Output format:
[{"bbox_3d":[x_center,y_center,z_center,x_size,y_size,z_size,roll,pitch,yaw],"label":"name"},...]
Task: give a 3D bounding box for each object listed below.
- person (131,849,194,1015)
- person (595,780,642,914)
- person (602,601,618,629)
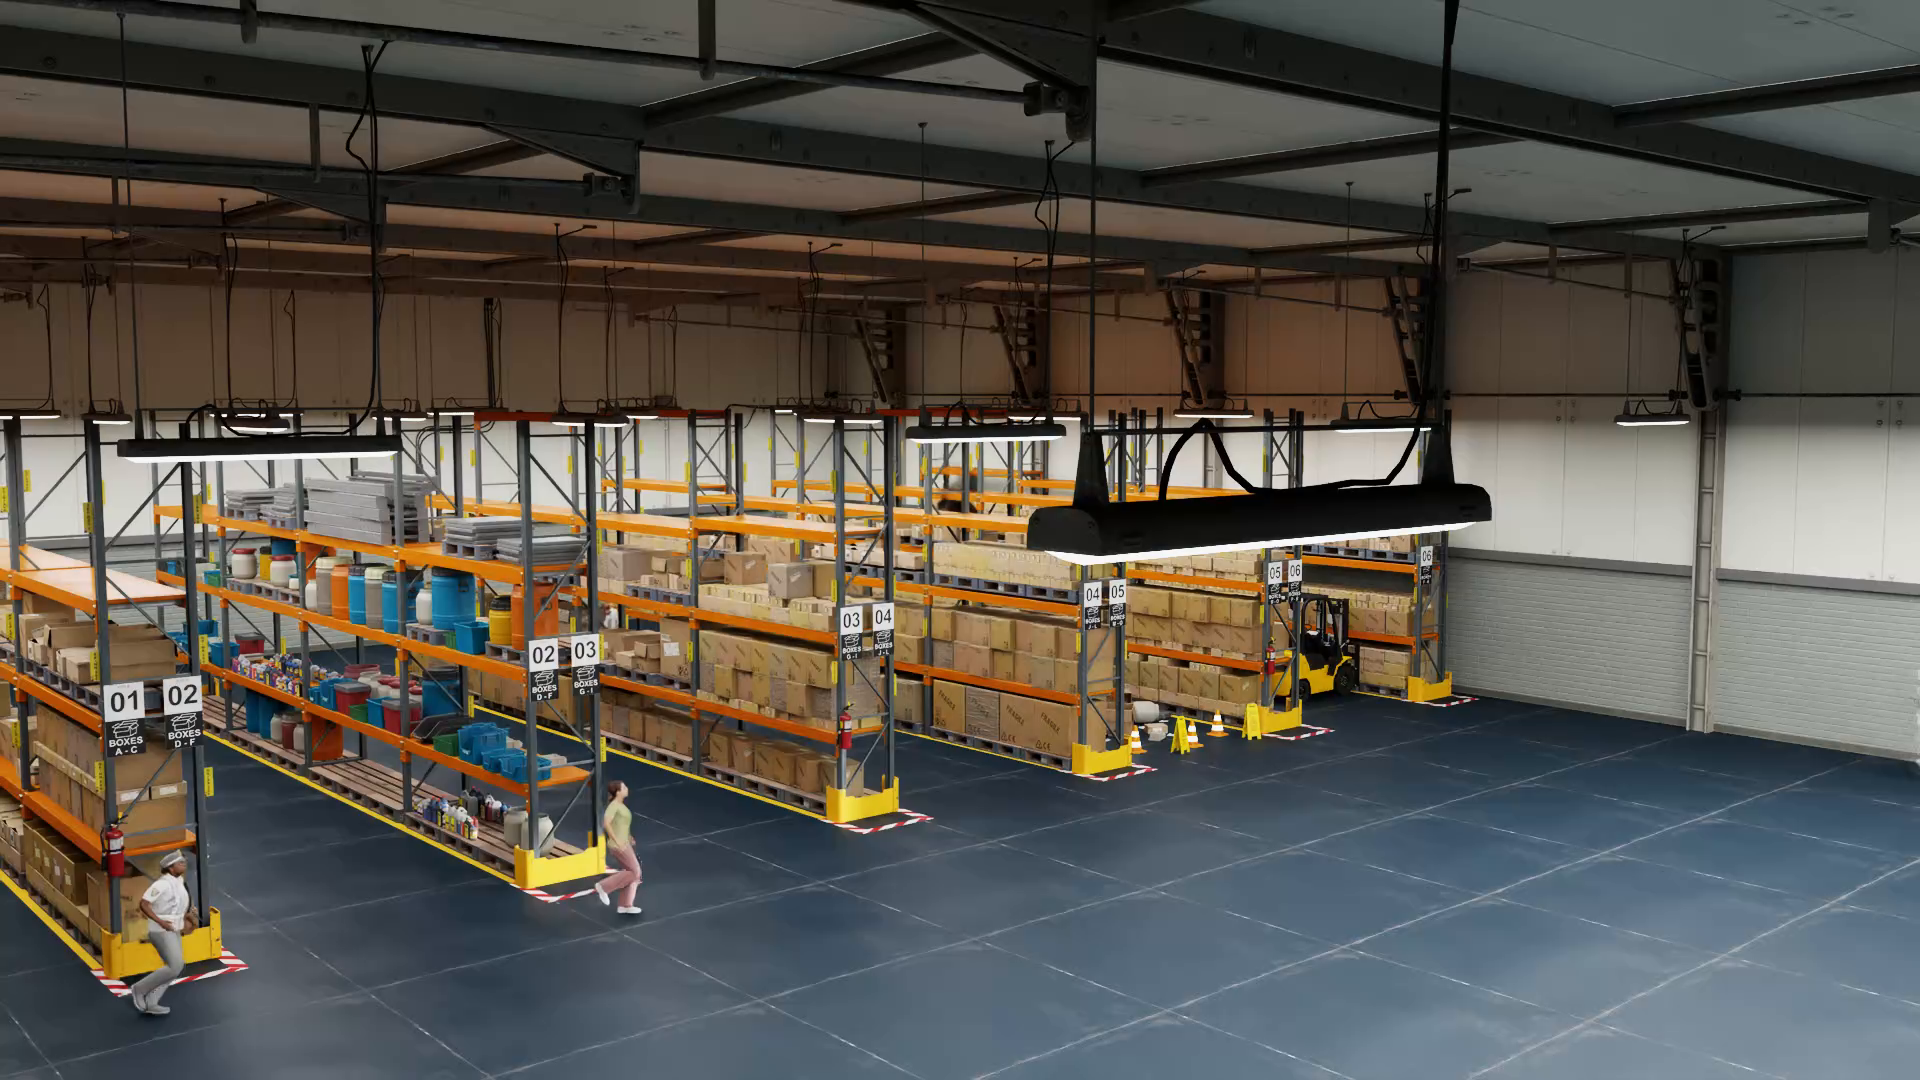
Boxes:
[{"bbox_3d":[-8.183,4.019,17.137,0.552,1.612,0.646,0,5,-2],"label":"person"},{"bbox_3d":[-4.184,3.737,20.422,0.564,1.595,0.611,0,5,-5],"label":"person"},{"bbox_3d":[-7.847,2.169,37.021,0.703,1.800,0.976,-3,6,-34],"label":"person"}]
